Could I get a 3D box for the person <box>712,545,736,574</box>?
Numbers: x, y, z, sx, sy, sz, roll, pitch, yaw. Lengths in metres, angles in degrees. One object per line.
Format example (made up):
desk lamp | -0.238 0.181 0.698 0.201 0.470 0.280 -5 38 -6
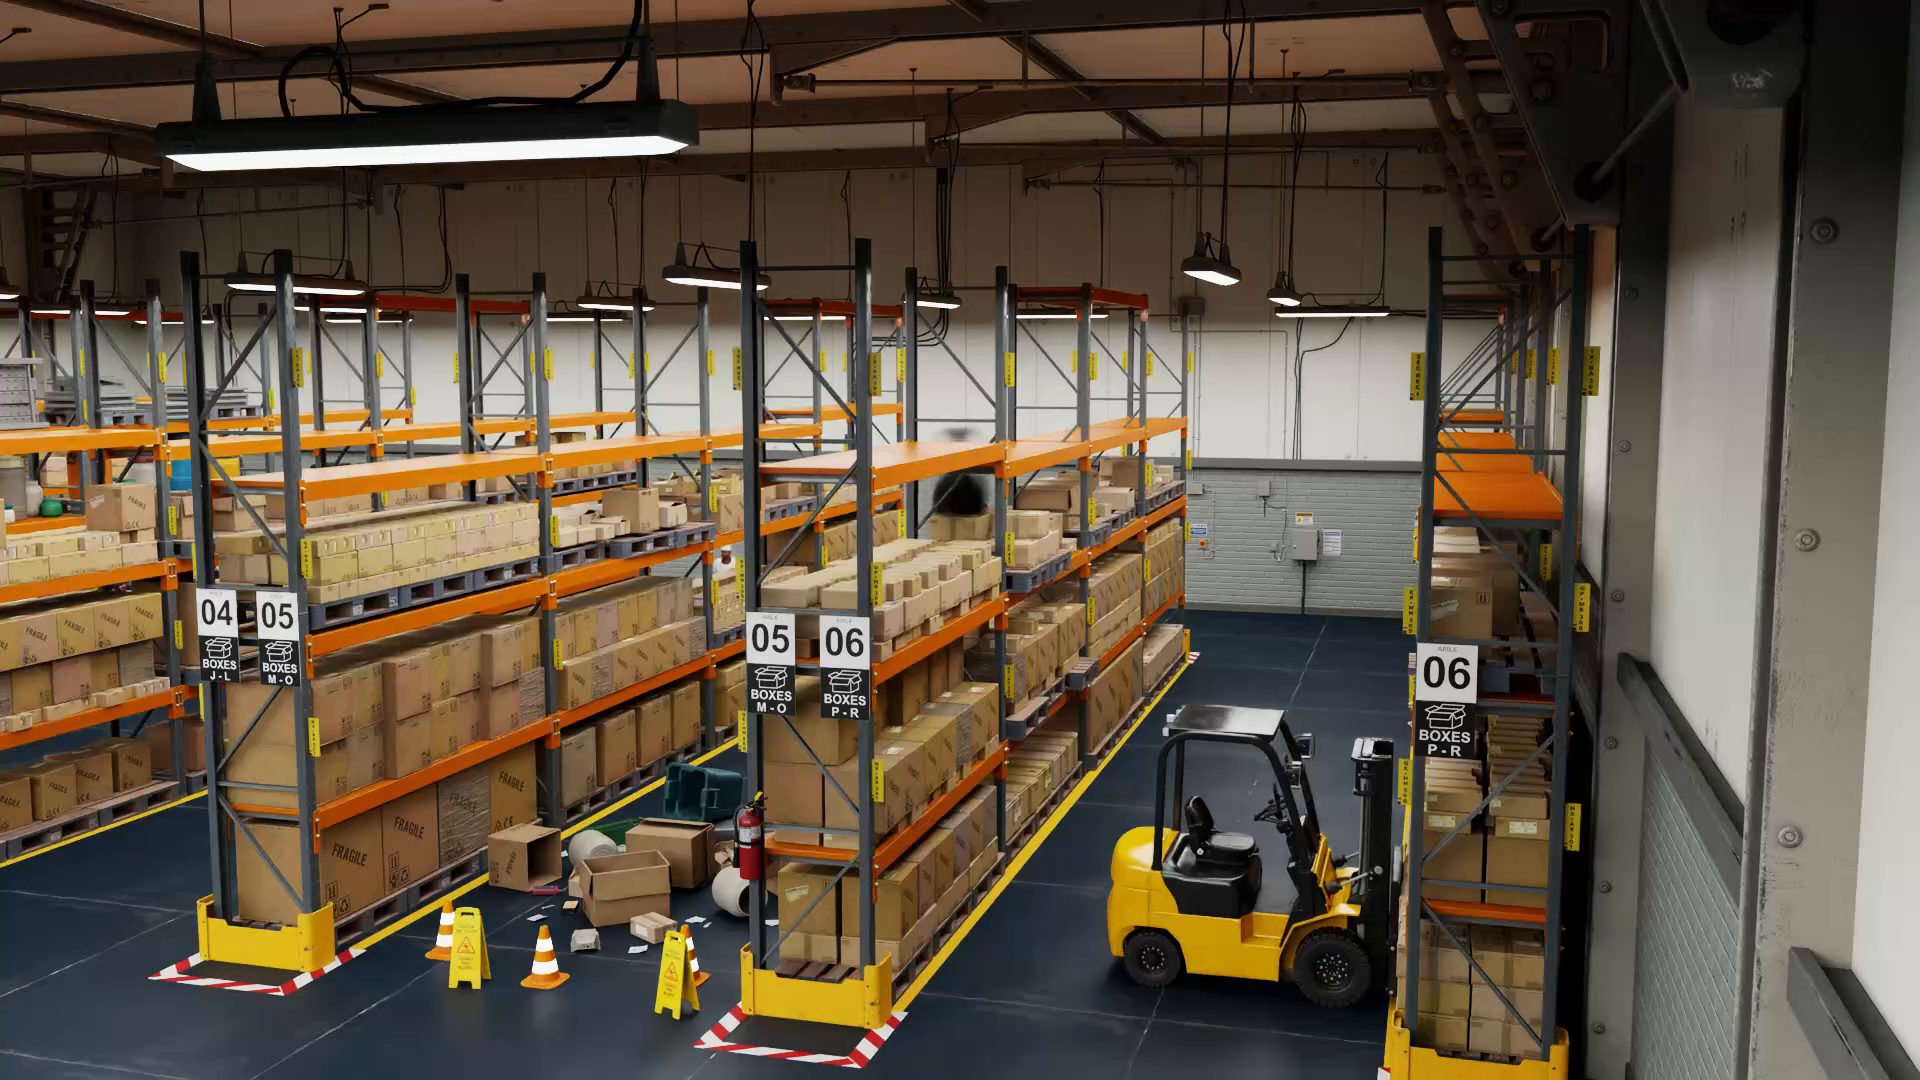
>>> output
person | -4.206 0.915 30.329 0.653 1.713 0.689 -1 6 -5
